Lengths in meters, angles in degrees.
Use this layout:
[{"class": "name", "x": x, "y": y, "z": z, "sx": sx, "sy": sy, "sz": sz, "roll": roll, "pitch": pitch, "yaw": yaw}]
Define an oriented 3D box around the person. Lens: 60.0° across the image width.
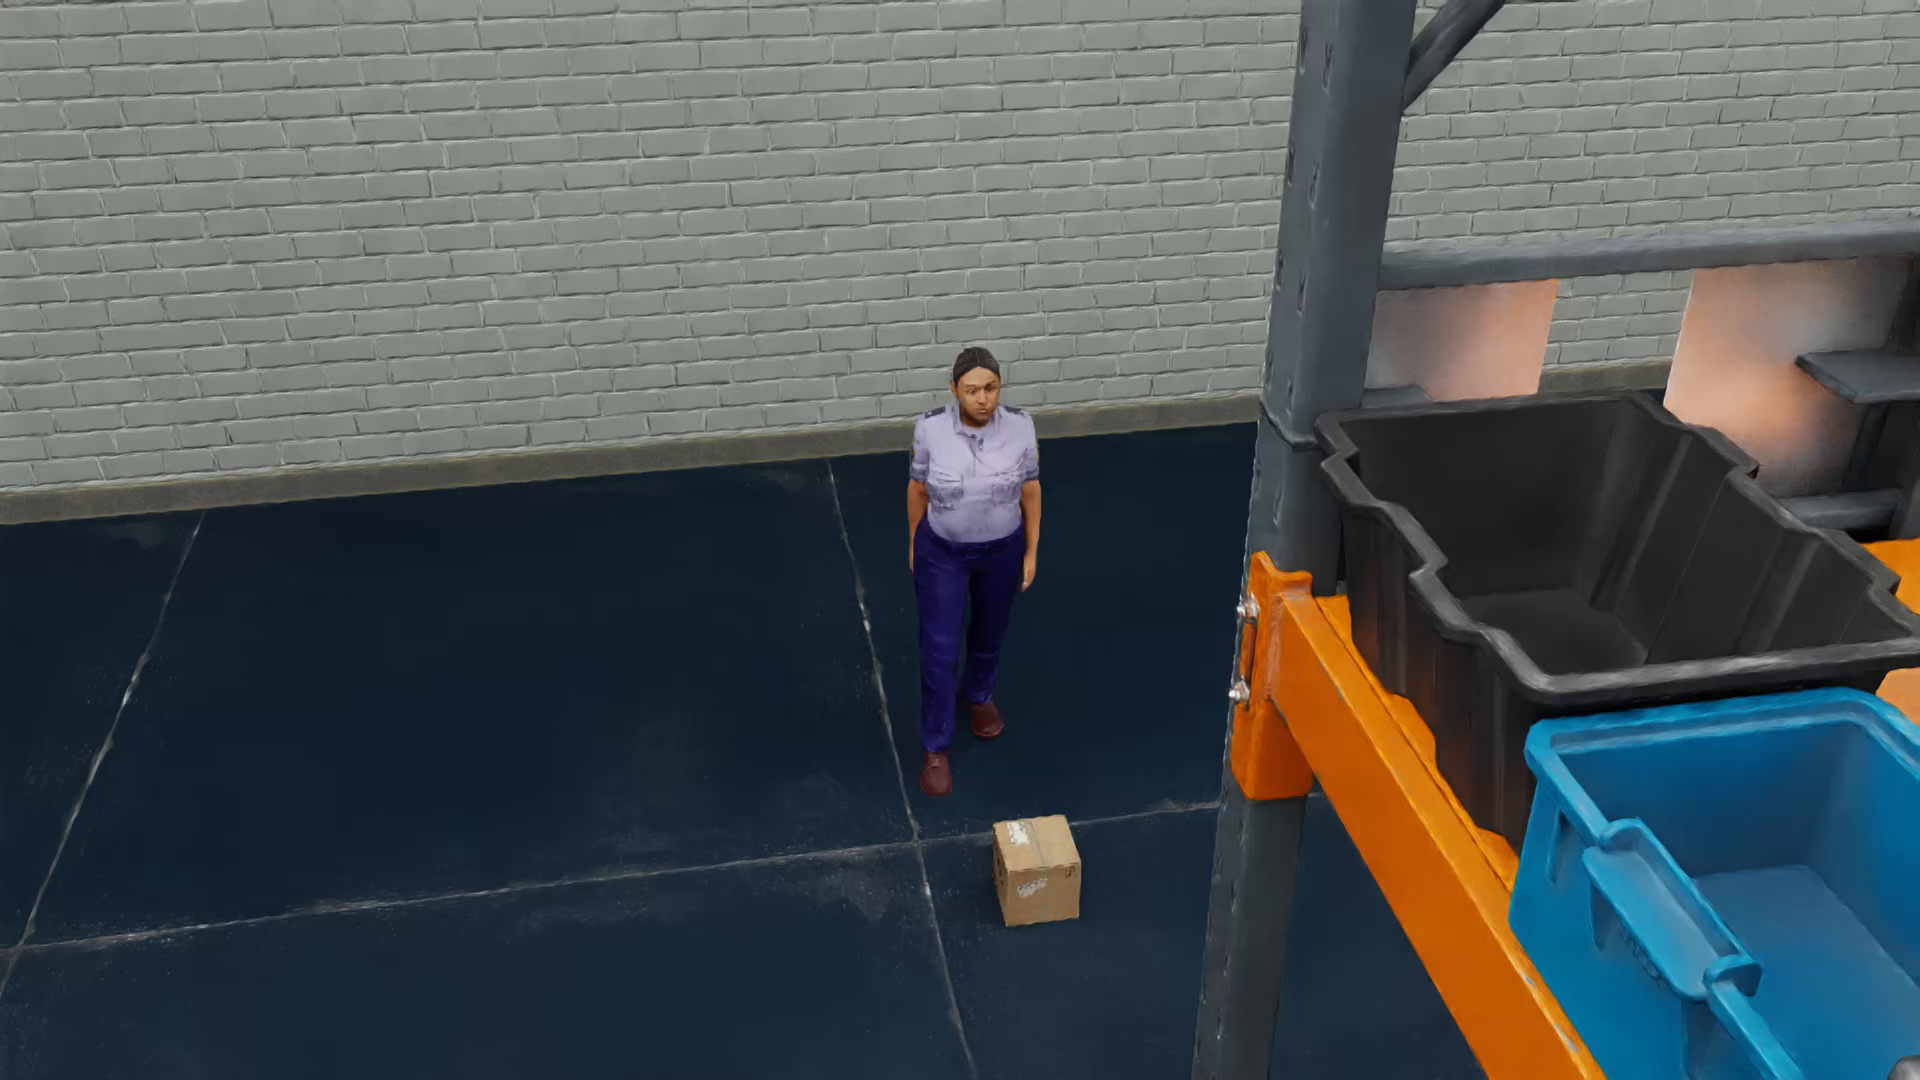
[{"class": "person", "x": 0.058, "y": 0.095, "z": 6.009, "sx": 0.496, "sy": 1.653, "sz": 0.581, "roll": -5, "pitch": 31, "yaw": -9}]
